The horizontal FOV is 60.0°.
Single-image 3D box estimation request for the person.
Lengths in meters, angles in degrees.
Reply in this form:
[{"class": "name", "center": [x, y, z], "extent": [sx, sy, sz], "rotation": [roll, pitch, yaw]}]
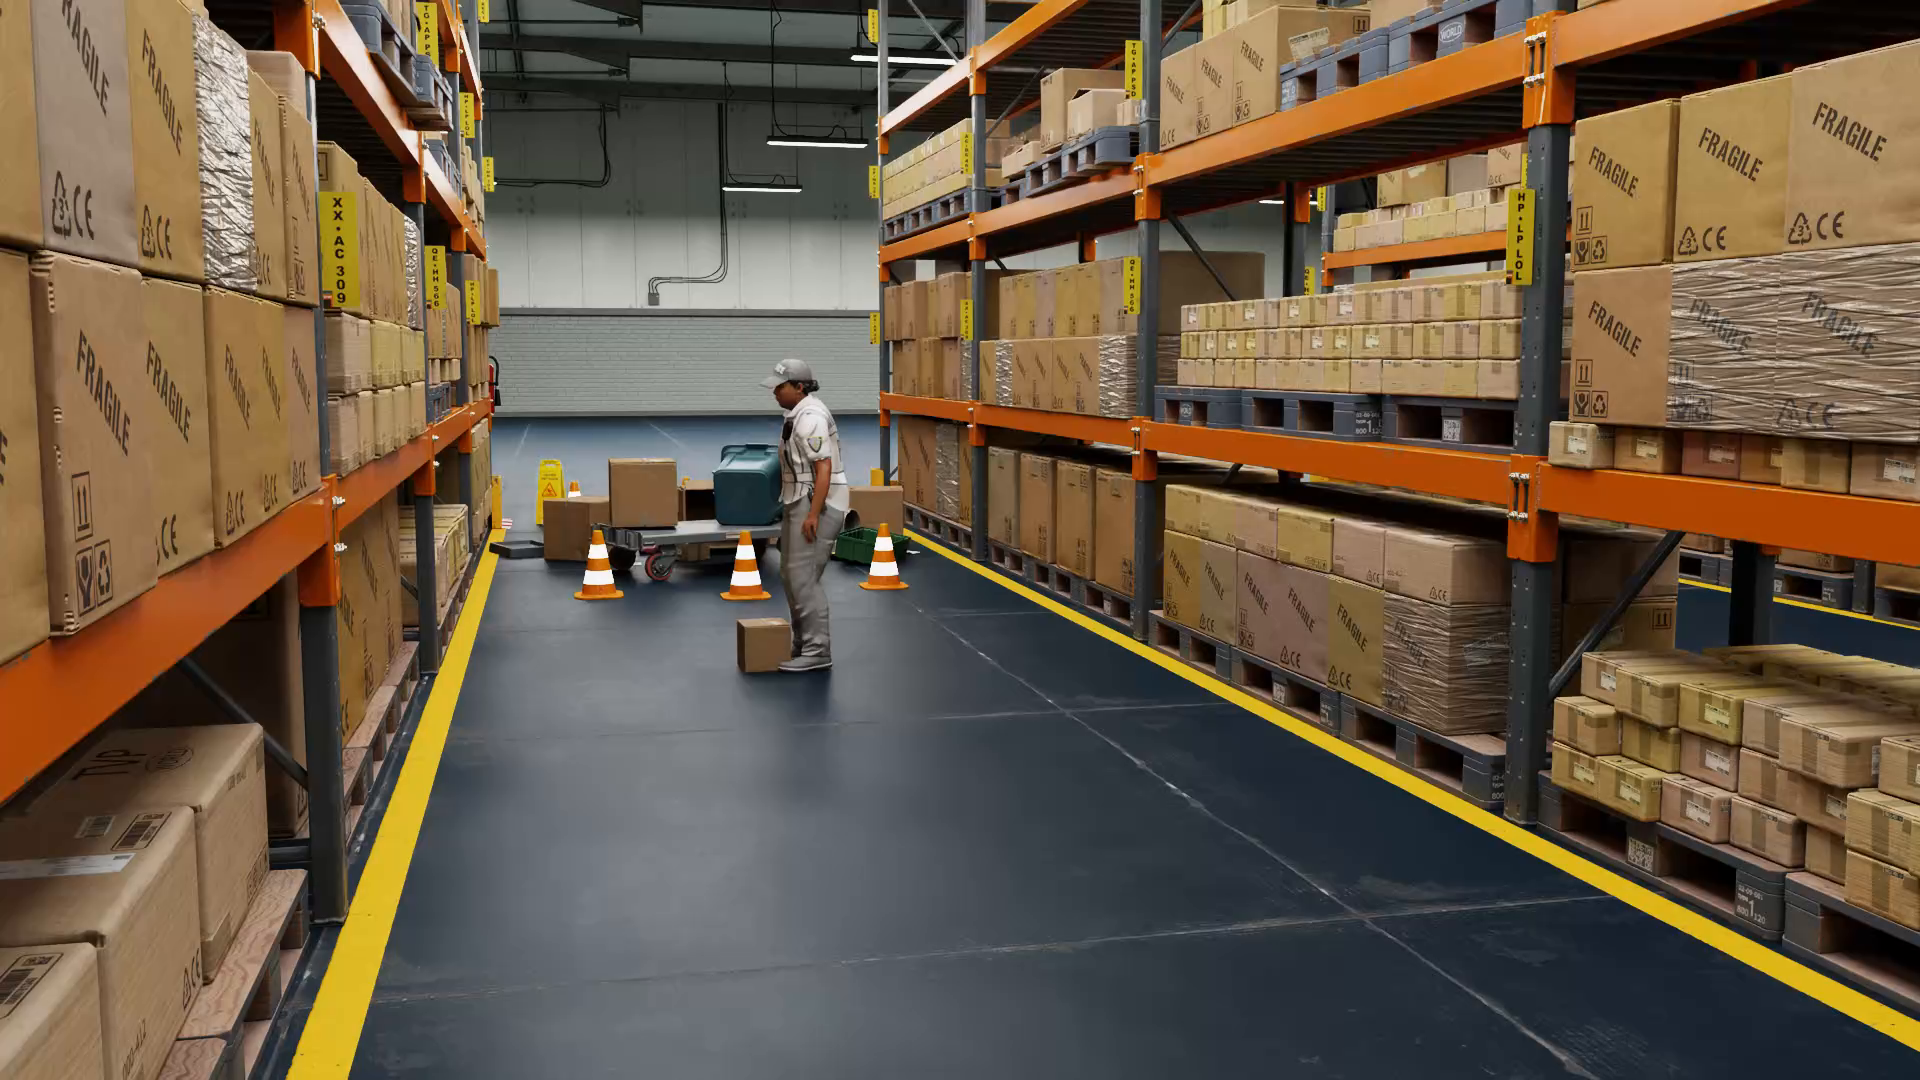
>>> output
[{"class": "person", "center": [2.083, -4.645, 30.212], "extent": [18.870, 6.001, 40.049], "rotation": [-2, 7, -17]}]
